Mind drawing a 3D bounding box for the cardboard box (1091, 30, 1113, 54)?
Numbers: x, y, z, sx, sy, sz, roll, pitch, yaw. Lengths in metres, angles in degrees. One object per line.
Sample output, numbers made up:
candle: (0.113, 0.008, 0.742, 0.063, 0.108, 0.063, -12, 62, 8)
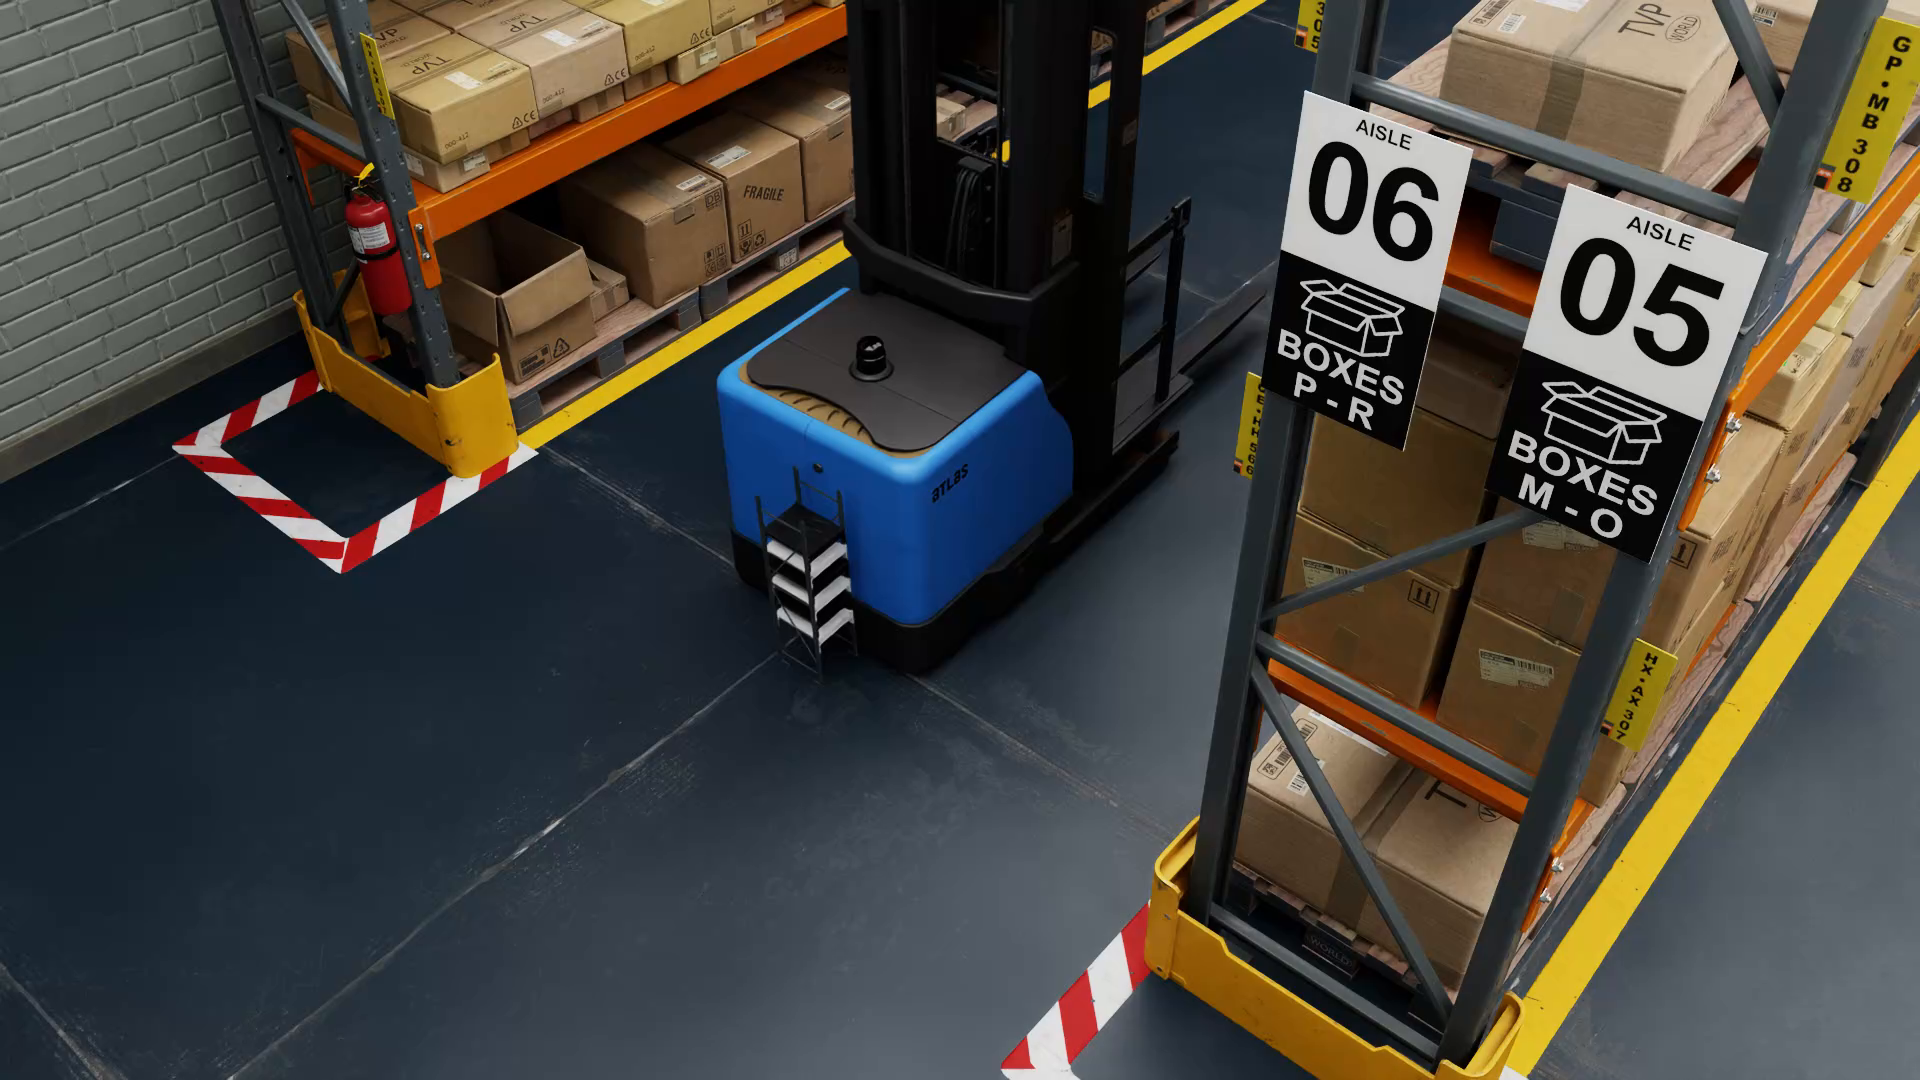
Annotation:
cardboard box: (0.765, -3.393, 10.298, 0.500, 0.500, 0.500, 29, 50, 28)

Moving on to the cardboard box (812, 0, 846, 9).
cardboard box: (-0.698, -2.811, 8.299, 0.380, 0.149, 0.250, 29, 50, 28)

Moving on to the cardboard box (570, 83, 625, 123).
cardboard box: (-1.726, -2.035, 7.446, 0.380, 0.149, 0.250, 31, 51, 30)

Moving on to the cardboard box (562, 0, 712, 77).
cardboard box: (-1.482, -2.367, 7.513, 0.500, 0.250, 0.500, 29, 49, 28)

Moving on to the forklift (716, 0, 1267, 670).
forklift: (0.345, -1.510, 6.732, 1.130, 2.935, 3.031, 27, 49, 27)

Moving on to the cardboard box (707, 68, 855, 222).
cardboard box: (-0.914, -2.135, 8.914, 0.700, 0.500, 0.500, 28, 49, 27)

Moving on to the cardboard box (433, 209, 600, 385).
cardboard box: (-2.162, -1.179, 7.860, 0.797, 0.503, 0.637, 28, 49, 27)

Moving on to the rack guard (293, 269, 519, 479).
rack guard: (-2.579, -0.787, 7.744, 1.175, 0.500, 0.348, 29, 50, 28)

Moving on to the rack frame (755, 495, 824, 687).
rack frame: (-0.646, 0.209, 6.351, 0.240, 0.900, 0.006, 28, 52, 28)

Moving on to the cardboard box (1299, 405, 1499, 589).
cardboard box: (1.301, -0.284, 4.515, 0.500, 0.500, 0.500, 31, 51, 30)

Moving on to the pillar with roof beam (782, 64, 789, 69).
pillar with roof beam: (2.103, -4.120, 5.092, 9.100, 9.000, 0.400, 29, 50, 28)

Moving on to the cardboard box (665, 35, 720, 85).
cardboard box: (-1.340, -2.272, 7.706, 0.380, 0.149, 0.250, 28, 49, 27)

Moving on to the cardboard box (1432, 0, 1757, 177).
cardboard box: (1.394, -1.043, 3.663, 0.500, 0.250, 0.500, 25, 48, 25)

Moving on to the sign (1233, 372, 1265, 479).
sign: (0.767, -0.284, 4.296, 0.100, 0.325, 0.005, 29, 50, 28)

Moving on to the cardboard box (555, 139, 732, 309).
cardboard box: (-1.582, -1.601, 8.327, 0.700, 0.500, 0.500, 32, 51, 30)

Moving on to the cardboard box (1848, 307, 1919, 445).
cardboard box: (3.005, -0.740, 5.760, 0.500, 0.500, 0.500, 29, 50, 28)

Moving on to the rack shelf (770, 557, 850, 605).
rack shelf: (-0.584, 0.112, 6.368, 0.258, 0.077, 0.200, 28, 52, 28)

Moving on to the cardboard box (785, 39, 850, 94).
cardboard box: (-0.660, -2.655, 9.627, 0.500, 0.311, 0.500, 31, 51, 30)

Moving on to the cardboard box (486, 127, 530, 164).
cardboard box: (-2.078, -1.781, 7.166, 0.380, 0.149, 0.250, 31, 51, 29)

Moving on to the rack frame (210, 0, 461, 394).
rack frame: (-2.628, -1.673, 6.860, 1.000, 3.000, 0.127, 29, 50, 28)

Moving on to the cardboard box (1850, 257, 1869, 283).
cardboard box: (2.267, -0.787, 4.586, 0.380, 0.149, 0.250, 30, 50, 29)

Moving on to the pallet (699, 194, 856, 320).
pallet: (-1.282, -1.716, 8.981, 1.003, 0.211, 1.213, 29, 50, 28)

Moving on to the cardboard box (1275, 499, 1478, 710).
cardboard box: (1.281, 0.074, 4.864, 0.500, 0.500, 0.500, 30, 50, 29)

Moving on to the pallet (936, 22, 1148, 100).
pallet: (0.440, -3.136, 10.542, 1.003, 0.211, 1.213, 29, 50, 28)

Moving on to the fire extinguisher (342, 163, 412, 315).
fire extinguisher: (-2.369, -1.230, 6.708, 0.296, 0.674, 0.183, 29, 50, 28)

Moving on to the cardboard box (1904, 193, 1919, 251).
cardboard box: (2.644, -1.016, 4.838, 0.380, 0.149, 0.250, 28, 49, 28)

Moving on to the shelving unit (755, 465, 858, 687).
shelving unit: (-0.582, 0.153, 6.407, 0.258, 0.900, 0.210, 28, 52, 28)

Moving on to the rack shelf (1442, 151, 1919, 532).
rack shelf: (2.460, -1.399, 4.864, 1.077, 0.370, 4.000, 29, 50, 28)

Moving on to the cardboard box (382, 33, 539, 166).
cardboard box: (-2.130, -1.844, 6.939, 0.500, 0.250, 0.500, 30, 50, 29)

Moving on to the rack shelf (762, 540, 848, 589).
rack shelf: (-0.586, 0.048, 6.305, 0.258, 0.077, 0.200, 28, 52, 28)

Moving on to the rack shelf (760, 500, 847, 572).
rack shelf: (-0.588, -0.017, 6.242, 0.258, 0.077, 0.200, 28, 52, 28)

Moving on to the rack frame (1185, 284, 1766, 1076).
rack frame: (1.173, 0.474, 4.499, 1.000, 3.000, 0.127, 29, 50, 28)

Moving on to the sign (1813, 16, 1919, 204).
sign: (1.594, -0.745, 2.901, 0.100, 0.325, 0.005, 29, 50, 28)

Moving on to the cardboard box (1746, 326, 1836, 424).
cardboard box: (1.983, -0.486, 4.255, 0.380, 0.149, 0.250, 31, 51, 30)

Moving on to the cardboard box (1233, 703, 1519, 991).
cardboard box: (1.521, 0.884, 5.641, 0.875, 0.438, 0.875, 28, 49, 27)

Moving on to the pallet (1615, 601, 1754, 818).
pallet: (2.413, 0.435, 6.615, 1.003, 0.211, 1.213, 29, 50, 28)

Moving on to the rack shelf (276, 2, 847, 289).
rack shelf: (-1.341, -2.437, 8.235, 1.077, 0.370, 4.000, 29, 50, 28)

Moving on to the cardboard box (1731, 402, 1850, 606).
cardboard box: (2.347, -0.212, 5.179, 0.500, 0.500, 0.500, 29, 50, 28)

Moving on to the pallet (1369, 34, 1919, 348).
pallet: (1.643, -0.989, 3.945, 1.003, 0.211, 1.213, 29, 50, 28)

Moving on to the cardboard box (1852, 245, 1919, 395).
cardboard box: (2.673, -0.851, 5.139, 0.500, 0.500, 0.500, 30, 50, 29)

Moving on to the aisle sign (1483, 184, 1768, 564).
aisle sign: (1.349, -0.325, 3.445, 0.394, 0.787, 0.004, 29, 50, 28)

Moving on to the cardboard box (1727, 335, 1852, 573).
cardboard box: (2.027, -0.326, 4.561, 0.500, 0.500, 0.500, 28, 49, 27)

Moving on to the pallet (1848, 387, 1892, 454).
pallet: (4.186, -0.984, 8.175, 1.003, 0.211, 1.213, 29, 50, 28)

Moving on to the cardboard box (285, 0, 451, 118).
cardboard box: (-2.535, -2.079, 7.197, 0.500, 0.250, 0.500, 31, 51, 30)

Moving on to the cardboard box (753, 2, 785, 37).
cardboard box: (-1.073, -2.579, 8.044, 0.380, 0.149, 0.250, 29, 50, 28)

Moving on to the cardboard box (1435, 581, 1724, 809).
cardboard box: (1.702, 0.314, 4.600, 0.500, 0.500, 0.500, 29, 50, 28)
